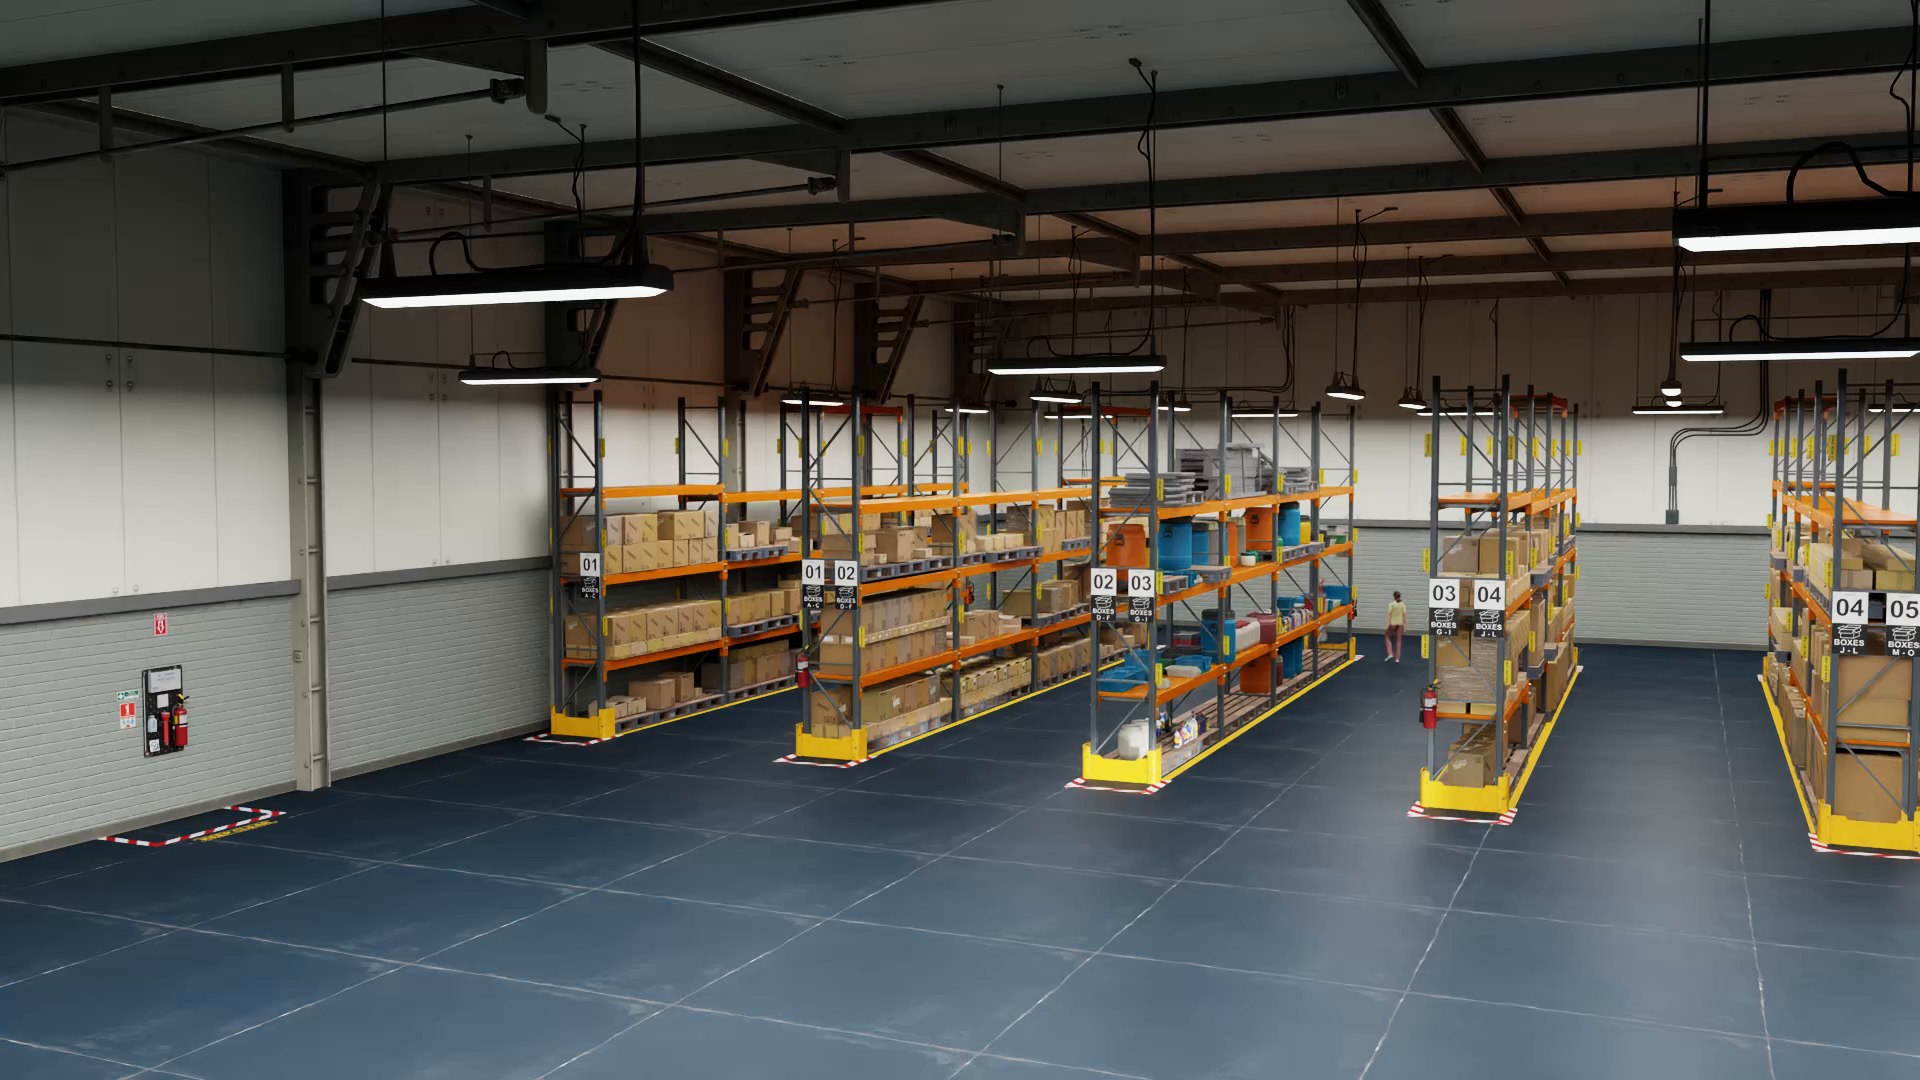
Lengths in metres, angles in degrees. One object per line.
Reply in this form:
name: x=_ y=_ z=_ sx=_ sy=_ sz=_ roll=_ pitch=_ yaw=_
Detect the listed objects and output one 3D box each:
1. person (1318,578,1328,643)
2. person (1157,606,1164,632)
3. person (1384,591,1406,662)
person: x=9.153 y=1.805 z=42.455 sx=0.574 sy=1.661 sz=1.064 roll=3 pitch=4 yaw=41
person: x=5.227 y=1.664 z=45.495 sx=1.106 sy=1.665 sz=0.514 roll=3 pitch=4 yaw=41
person: x=10.187 y=2.030 z=38.879 sx=0.479 sy=1.690 sz=0.400 roll=0 pitch=3 yaw=-4
